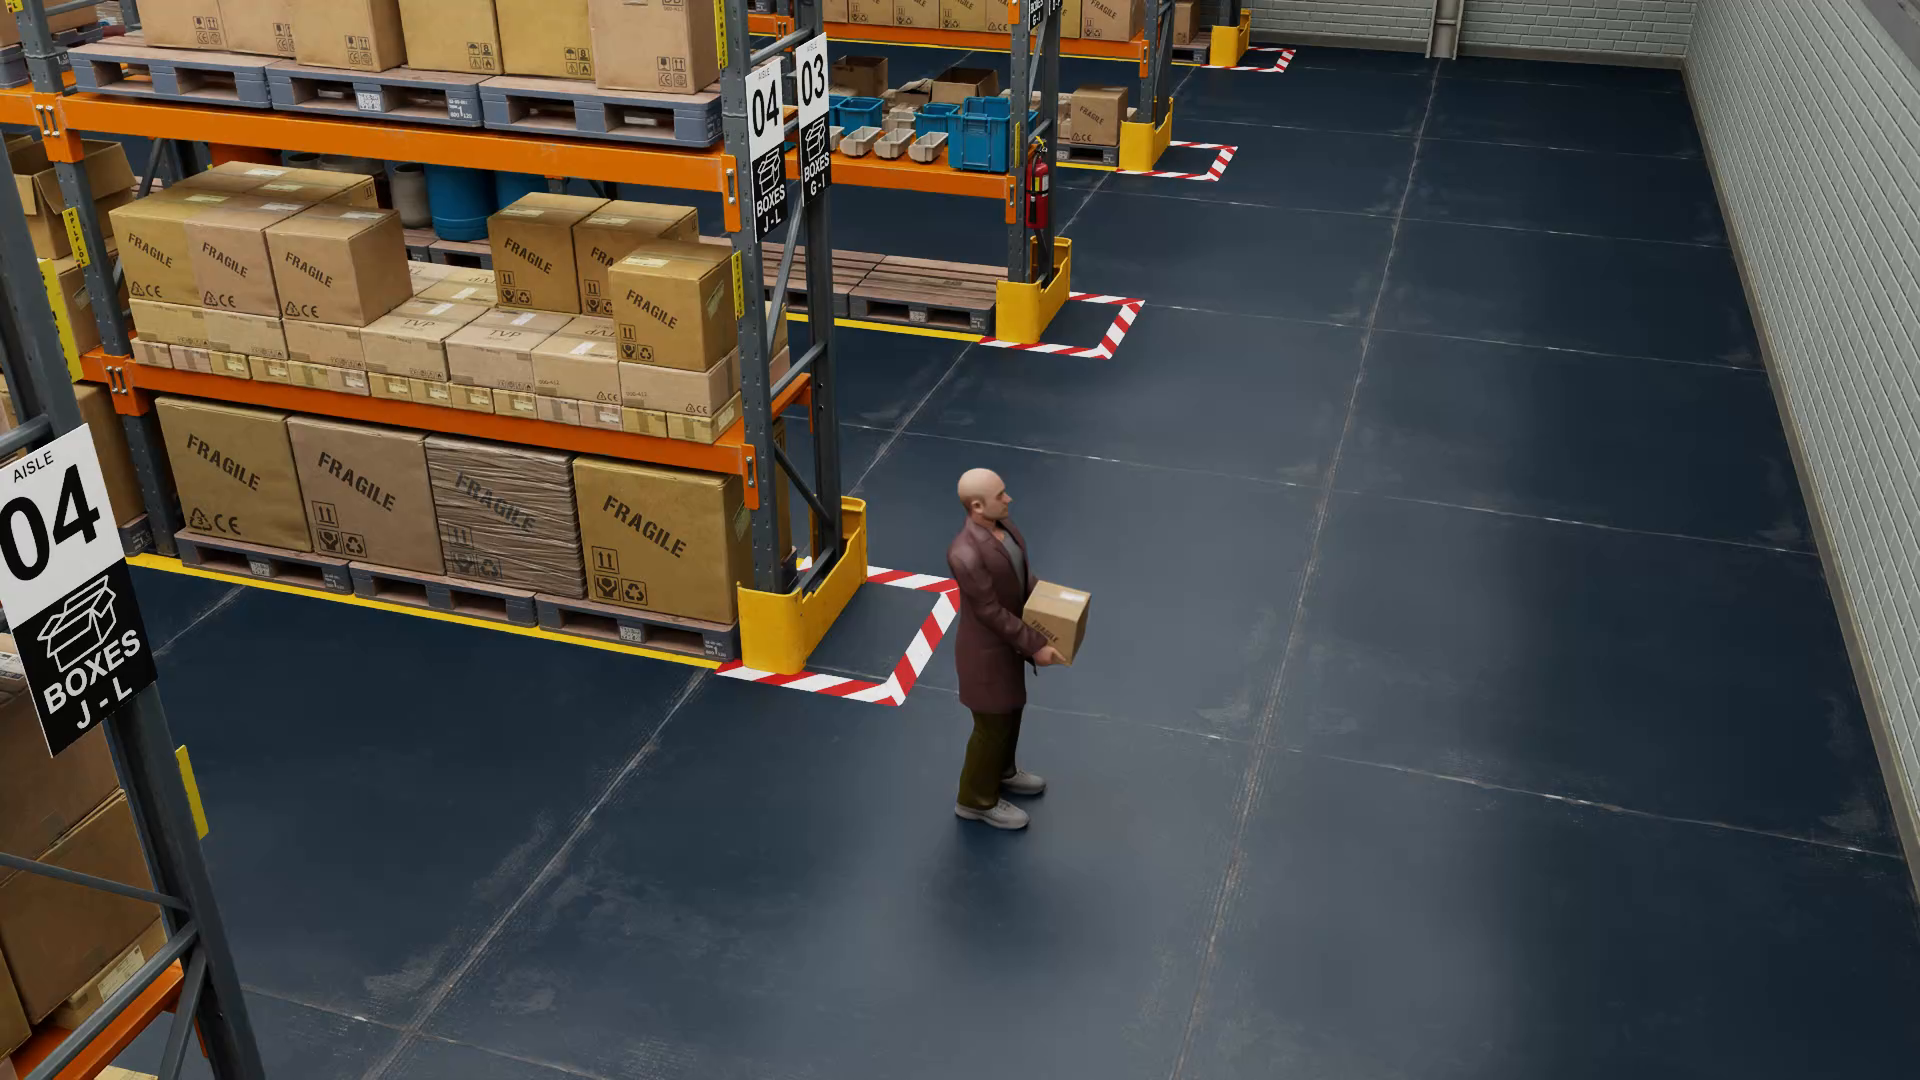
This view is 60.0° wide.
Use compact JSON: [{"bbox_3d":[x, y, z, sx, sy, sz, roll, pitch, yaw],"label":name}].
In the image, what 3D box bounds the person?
[{"bbox_3d":[0.250,0.502,7.623,0.555,1.769,0.529,9,30,16],"label":"person"}]
